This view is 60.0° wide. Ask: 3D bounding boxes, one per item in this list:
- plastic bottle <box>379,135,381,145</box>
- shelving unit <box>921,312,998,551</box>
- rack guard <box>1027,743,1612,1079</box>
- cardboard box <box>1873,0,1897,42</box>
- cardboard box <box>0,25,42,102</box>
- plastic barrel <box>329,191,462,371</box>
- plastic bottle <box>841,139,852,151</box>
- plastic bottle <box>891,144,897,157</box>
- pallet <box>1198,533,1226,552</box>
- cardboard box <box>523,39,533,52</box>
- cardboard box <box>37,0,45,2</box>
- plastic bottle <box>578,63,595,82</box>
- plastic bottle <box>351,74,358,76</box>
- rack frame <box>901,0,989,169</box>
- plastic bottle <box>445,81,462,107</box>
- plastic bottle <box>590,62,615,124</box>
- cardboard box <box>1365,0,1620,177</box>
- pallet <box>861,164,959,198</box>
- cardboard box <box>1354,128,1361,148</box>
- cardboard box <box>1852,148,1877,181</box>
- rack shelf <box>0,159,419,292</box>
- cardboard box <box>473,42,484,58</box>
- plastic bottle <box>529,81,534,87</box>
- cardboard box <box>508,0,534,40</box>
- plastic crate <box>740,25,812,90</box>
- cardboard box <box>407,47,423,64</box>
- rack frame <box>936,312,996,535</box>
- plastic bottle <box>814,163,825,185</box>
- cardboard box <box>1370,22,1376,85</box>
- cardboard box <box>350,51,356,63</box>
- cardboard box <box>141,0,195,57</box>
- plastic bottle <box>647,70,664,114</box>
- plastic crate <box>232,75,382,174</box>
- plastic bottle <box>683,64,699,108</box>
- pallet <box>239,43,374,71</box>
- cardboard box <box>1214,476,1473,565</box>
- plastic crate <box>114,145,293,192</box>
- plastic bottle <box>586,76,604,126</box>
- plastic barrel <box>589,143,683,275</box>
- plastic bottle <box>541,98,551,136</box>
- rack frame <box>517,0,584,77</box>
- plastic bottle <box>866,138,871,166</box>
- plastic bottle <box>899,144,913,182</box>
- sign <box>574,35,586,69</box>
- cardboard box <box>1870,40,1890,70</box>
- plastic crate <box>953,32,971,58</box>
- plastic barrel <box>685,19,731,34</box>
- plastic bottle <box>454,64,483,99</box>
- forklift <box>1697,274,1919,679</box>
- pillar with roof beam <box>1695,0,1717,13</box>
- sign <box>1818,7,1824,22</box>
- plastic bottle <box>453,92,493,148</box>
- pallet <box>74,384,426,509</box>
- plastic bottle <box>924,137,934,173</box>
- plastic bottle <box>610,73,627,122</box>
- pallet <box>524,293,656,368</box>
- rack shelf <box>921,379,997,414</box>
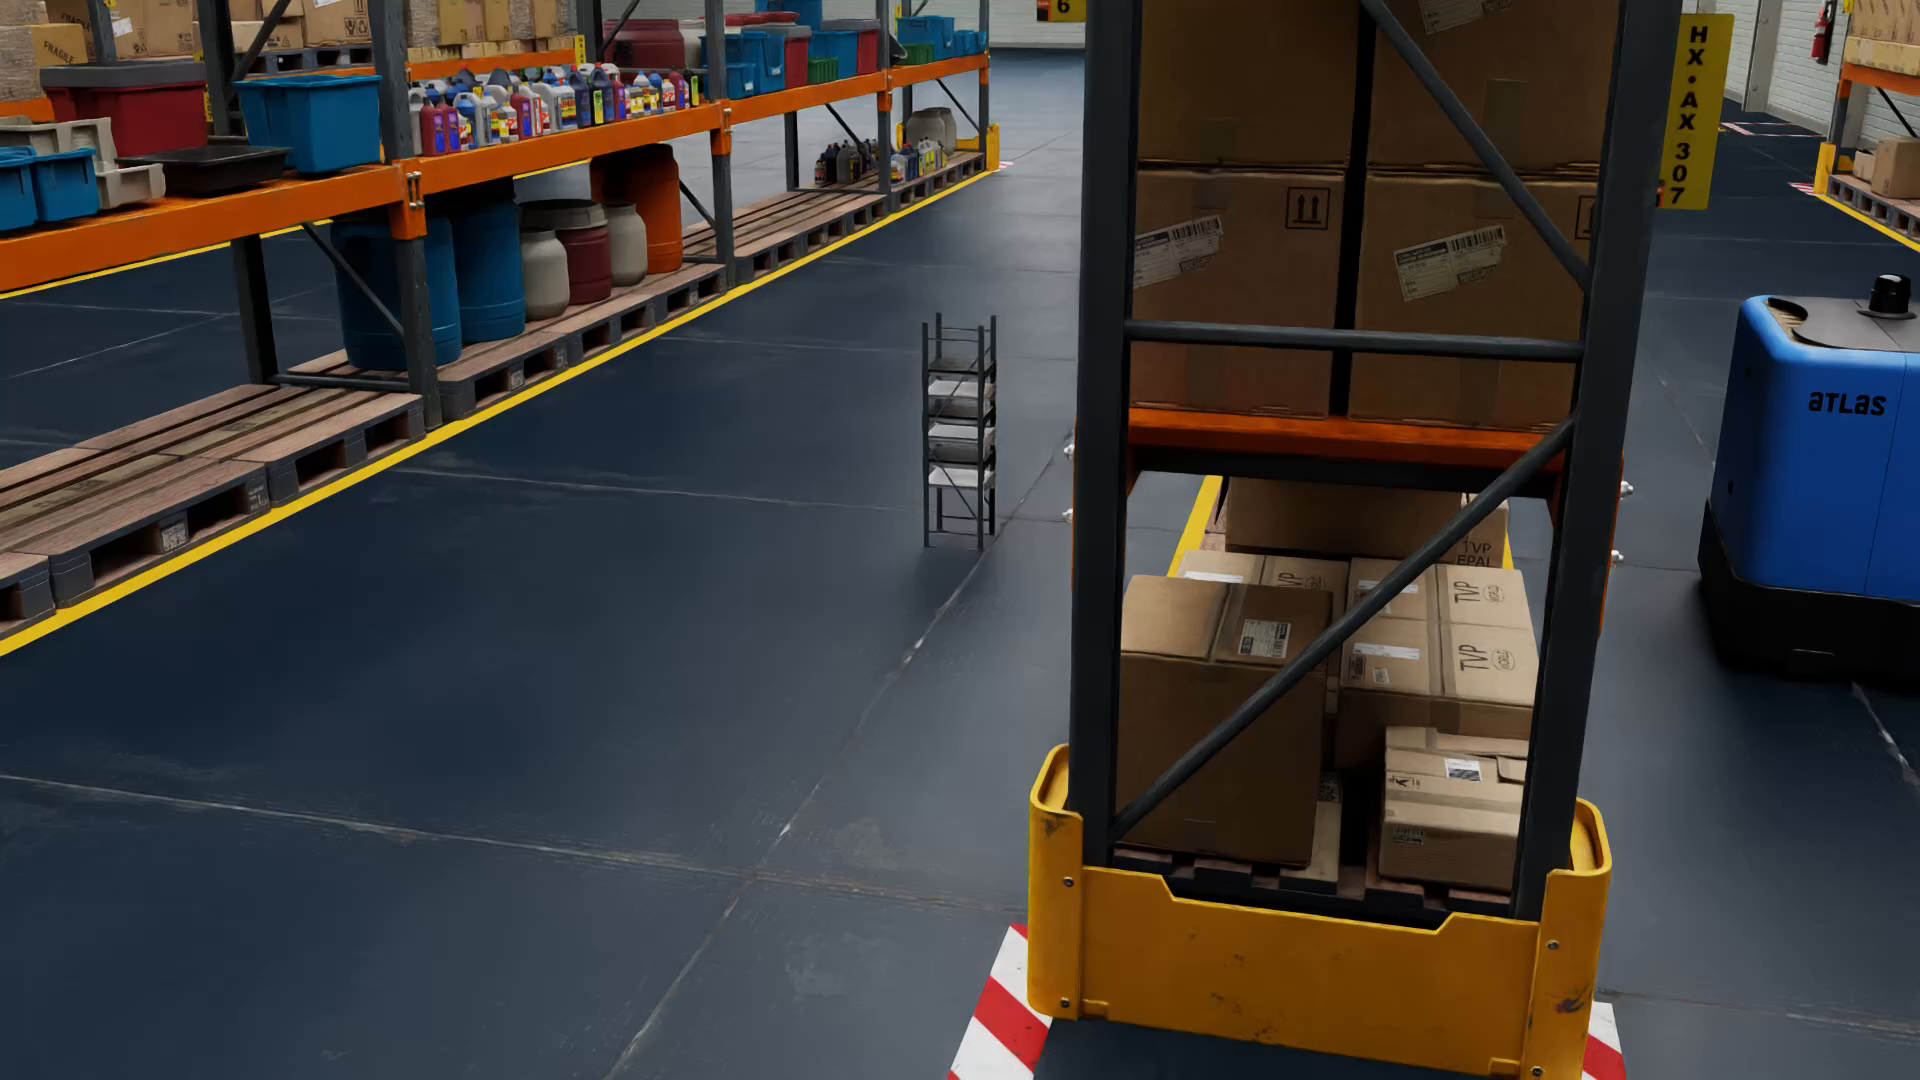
[{"bbox_3d":[-3.102,-2.178,8.731,0.097,0.201,0.097,0,19,0],"label":"plastic bottle"},{"bbox_3d":[-0.002,-0.423,6.535,0.258,0.900,0.210,5,19,13],"label":"shelving unit"},{"bbox_3d":[0.744,0.793,3.593,1.175,0.500,0.348,5,19,13],"label":"rack guard"},{"bbox_3d":[8.768,-4.843,15.267,0.500,0.500,0.500,4,19,12],"label":"cardboard box"},{"bbox_3d":[-6.933,-3.375,11.772,0.500,0.500,0.500,4,19,13],"label":"cardboard box"},{"bbox_3d":[-2.950,-1.387,8.705,0.600,0.901,0.708,5,19,13],"label":"plastic barrel"},{"bbox_3d":[-1.141,-3.861,16.767,0.144,0.351,0.185,5,19,13],"label":"plastic bottle"},{"bbox_3d":[-0.685,-3.706,16.315,0.144,0.351,0.185,5,19,13],"label":"plastic bottle"},{"bbox_3d":[1.238,0.298,5.488,1.003,0.211,1.213,5,19,13],"label":"pallet"},{"bbox_3d":[-5.090,-5.627,18.911,0.380,0.149,0.250,5,19,13],"label":"cardboard box"},{"bbox_3d":[-10.588,-6.211,18.328,0.875,0.550,0.550,5,19,13],"label":"cardboard box"},{"bbox_3d":[-2.541,-3.097,11.307,0.152,0.276,0.135,5,19,13],"label":"plastic bottle"},{"bbox_3d":[-3.192,-2.303,8.866,0.144,0.351,0.185,5,19,13],"label":"plastic bottle"},{"bbox_3d":[-0.168,-5.774,18.950,1.000,3.000,0.127,5,19,13],"label":"rack frame"},{"bbox_3d":[-2.889,-2.484,9.518,0.097,0.271,0.097,0,19,0],"label":"plastic bottle"},{"bbox_3d":[-2.166,-2.678,9.962,0.144,0.351,0.185,5,19,13],"label":"plastic bottle"},{"bbox_3d":[1.090,-1.005,3.288,0.500,0.500,0.500,5,20,15],"label":"cardboard box"},{"bbox_3d":[-0.644,-3.791,17.460,1.003,0.211,1.213,5,19,13],"label":"pallet"},{"bbox_3d":[0.694,-0.738,4.054,0.500,0.500,0.500,5,19,14],"label":"cardboard box"},{"bbox_3d":[9.183,-3.717,16.409,0.500,0.311,0.500,2,19,7],"label":"cardboard box"},{"bbox_3d":[-3.588,-1.045,6.220,1.077,0.370,4.000,5,19,13],"label":"rack shelf"},{"bbox_3d":[-5.322,-5.230,17.746,0.380,0.149,0.250,5,19,13],"label":"cardboard box"},{"bbox_3d":[-2.742,-2.841,10.672,0.097,0.201,0.097,0,19,0],"label":"plastic bottle"},{"bbox_3d":[-5.301,-5.863,18.598,0.875,0.500,0.500,5,19,13],"label":"cardboard box"},{"bbox_3d":[-1.431,-3.779,13.011,0.402,0.464,0.583,5,19,13],"label":"plastic crate"},{"bbox_3d":[-5.604,-4.836,16.593,0.380,0.149,0.250,5,19,13],"label":"cardboard box"},{"bbox_3d":[0.023,-0.455,6.628,0.240,0.900,0.006,5,19,13],"label":"rack frame"},{"bbox_3d":[-1.359,-3.542,16.066,0.097,0.201,0.097,0,19,0],"label":"plastic bottle"},{"bbox_3d":[1.189,-1.853,5.771,0.500,0.500,0.500,4,19,12],"label":"cardboard box"},{"bbox_3d":[-6.180,-4.883,16.731,0.380,0.149,0.250,5,19,13],"label":"cardboard box"},{"bbox_3d":[-6.793,-4.259,13.711,0.700,0.500,0.500,8,20,21],"label":"cardboard box"},{"bbox_3d":[-1.957,-2.877,10.668,0.097,0.271,0.097,0,19,0],"label":"plastic bottle"},{"bbox_3d":[-2.883,-1.860,7.424,0.392,0.384,0.575,5,19,13],"label":"plastic crate"},{"bbox_3d":[-1.807,-3.050,11.158,0.061,0.283,0.133,5,19,13],"label":"plastic bottle"},{"bbox_3d":[-6.276,-4.592,15.788,1.003,0.211,1.213,5,19,13],"label":"pallet"},{"bbox_3d":[1.249,-0.058,5.397,0.797,0.503,0.637,5,19,13],"label":"cardboard box"},{"bbox_3d":[-3.113,-1.539,6.884,0.437,0.125,0.590,5,19,13],"label":"plastic crate"},{"bbox_3d":[-2.164,-2.592,9.817,0.061,0.283,0.133,5,19,13],"label":"plastic bottle"},{"bbox_3d":[-2.225,-2.283,11.439,0.600,0.830,0.708,5,19,13],"label":"plastic barrel"},{"bbox_3d":[-2.336,-2.358,9.257,0.097,0.201,0.097,0,19,0],"label":"plastic bottle"},{"bbox_3d":[-4.971,-6.165,20.096,1.000,3.000,0.127,5,19,13],"label":"rack frame"},{"bbox_3d":[-0.986,-4.083,17.523,0.061,0.283,0.133,5,19,14],"label":"plastic bottle"},{"bbox_3d":[-0.545,-3.695,16.282,0.144,0.351,0.185,5,20,15],"label":"plastic bottle"},{"bbox_3d":[-2.657,-3.385,11.704,0.100,0.325,0.005,5,19,13],"label":"sign"},{"bbox_3d":[8.769,-4.479,15.360,0.500,0.250,0.500,4,19,13],"label":"cardboard box"},{"bbox_3d":[-0.164,-5.320,17.851,0.499,0.251,0.408,5,19,13],"label":"plastic crate"},{"bbox_3d":[-1.975,-3.790,12.971,0.421,0.512,0.421,0,19,0],"label":"plastic barrel"},{"bbox_3d":[-2.923,-2.648,9.877,0.144,0.351,0.185,5,19,13],"label":"plastic bottle"},{"bbox_3d":[4.079,-0.962,4.970,3.031,2.935,1.130,6,20,17],"label":"forklift"},{"bbox_3d":[10.330,-13.524,32.361,9.100,9.000,0.400,5,19,13],"label":"pillar with roof beam"},{"bbox_3d":[12.449,-7.538,24.060,0.001,0.329,0.234,5,19,13],"label":"sign"},{"bbox_3d":[-2.528,-2.183,8.631,0.152,0.276,0.135,5,19,13],"label":"plastic bottle"},{"bbox_3d":[-3.242,-0.459,7.706,1.003,0.211,1.213,5,19,13],"label":"pallet"},{"bbox_3d":[-0.350,-3.945,17.016,0.144,0.351,0.185,5,20,16],"label":"plastic bottle"},{"bbox_3d":[-2.087,-2.692,10.109,0.061,0.283,0.133,5,19,13],"label":"plastic bottle"},{"bbox_3d":[-2.575,-1.315,10.211,1.003,0.211,1.213,5,19,13],"label":"pallet"},{"bbox_3d":[-0.002,-0.562,6.487,0.258,0.077,0.200,5,19,13],"label":"rack shelf"}]
